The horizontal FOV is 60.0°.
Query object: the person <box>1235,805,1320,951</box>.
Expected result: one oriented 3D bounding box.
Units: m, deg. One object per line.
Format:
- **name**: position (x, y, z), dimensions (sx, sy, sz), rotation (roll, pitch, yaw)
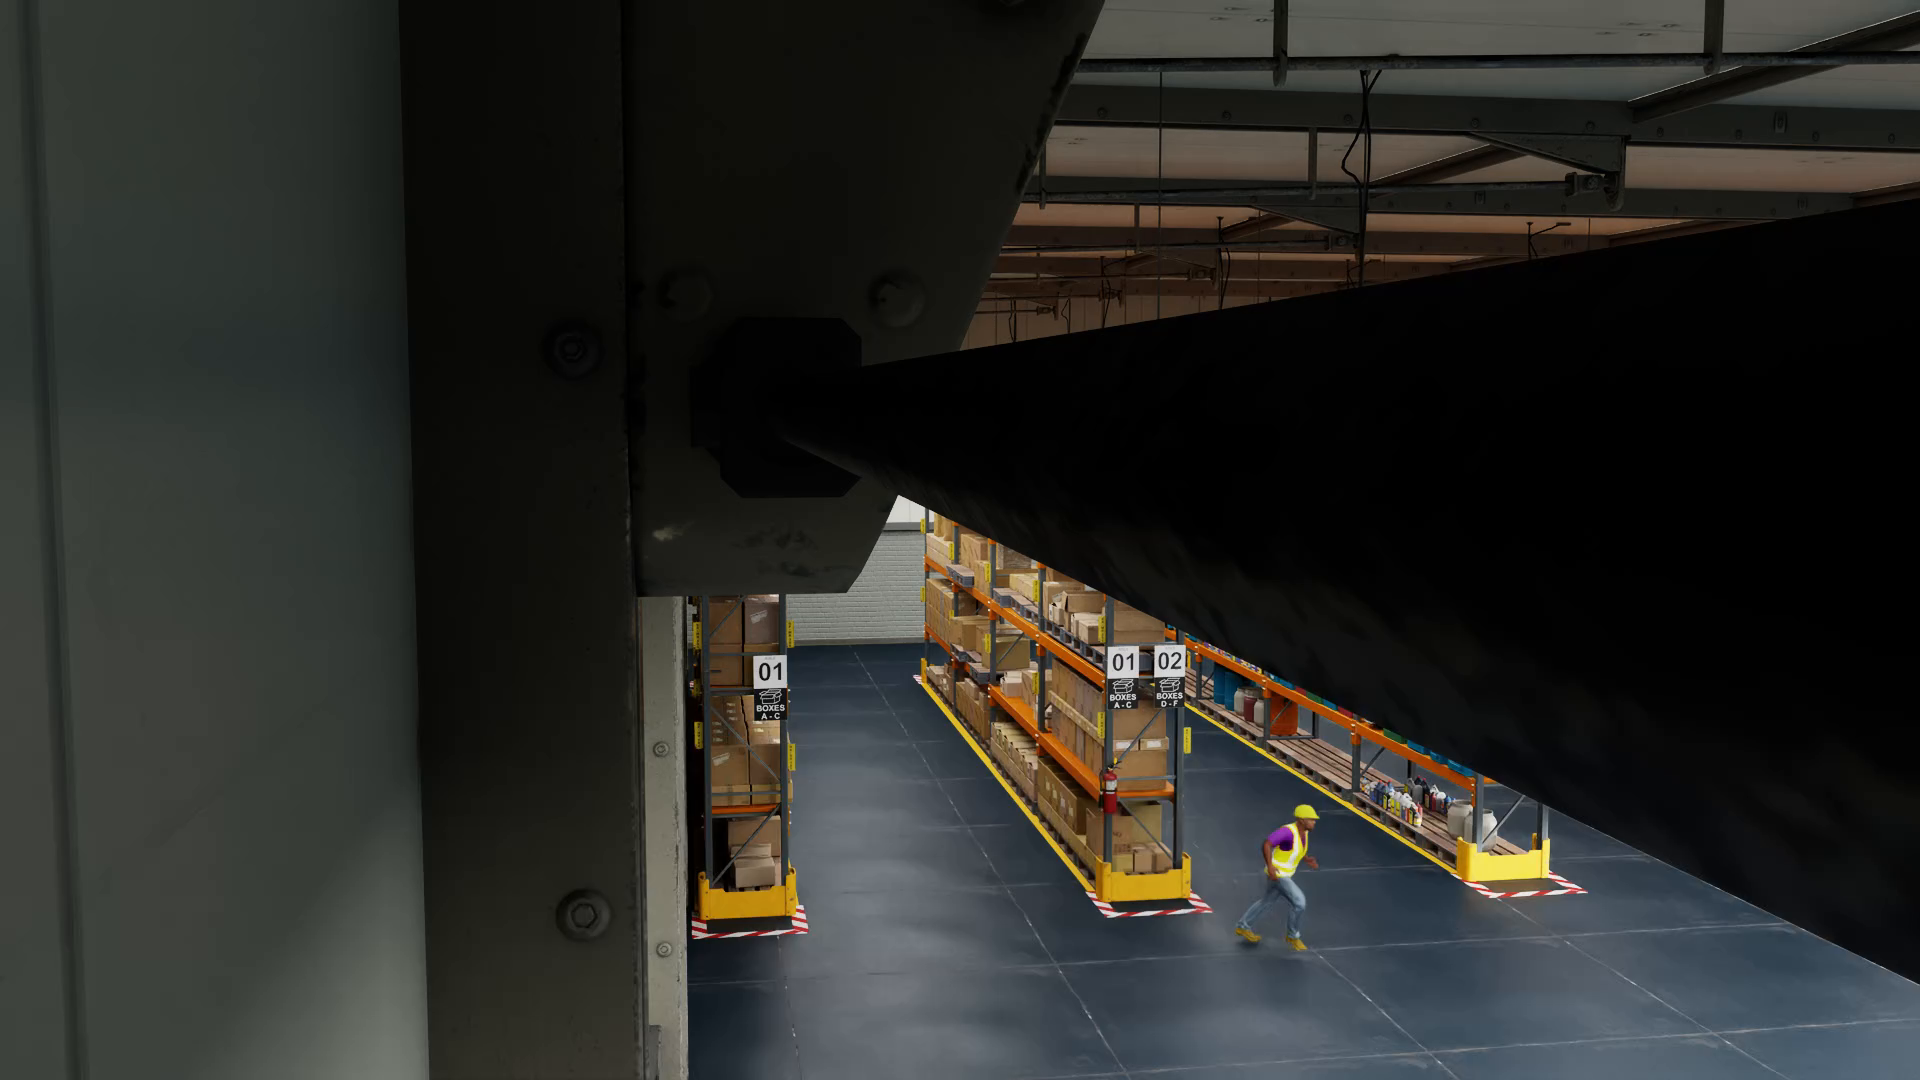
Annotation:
- **person**: position (3.638, 3.842, 19.054), dimensions (0.940, 1.706, 0.706), rotation (2, 6, 26)
